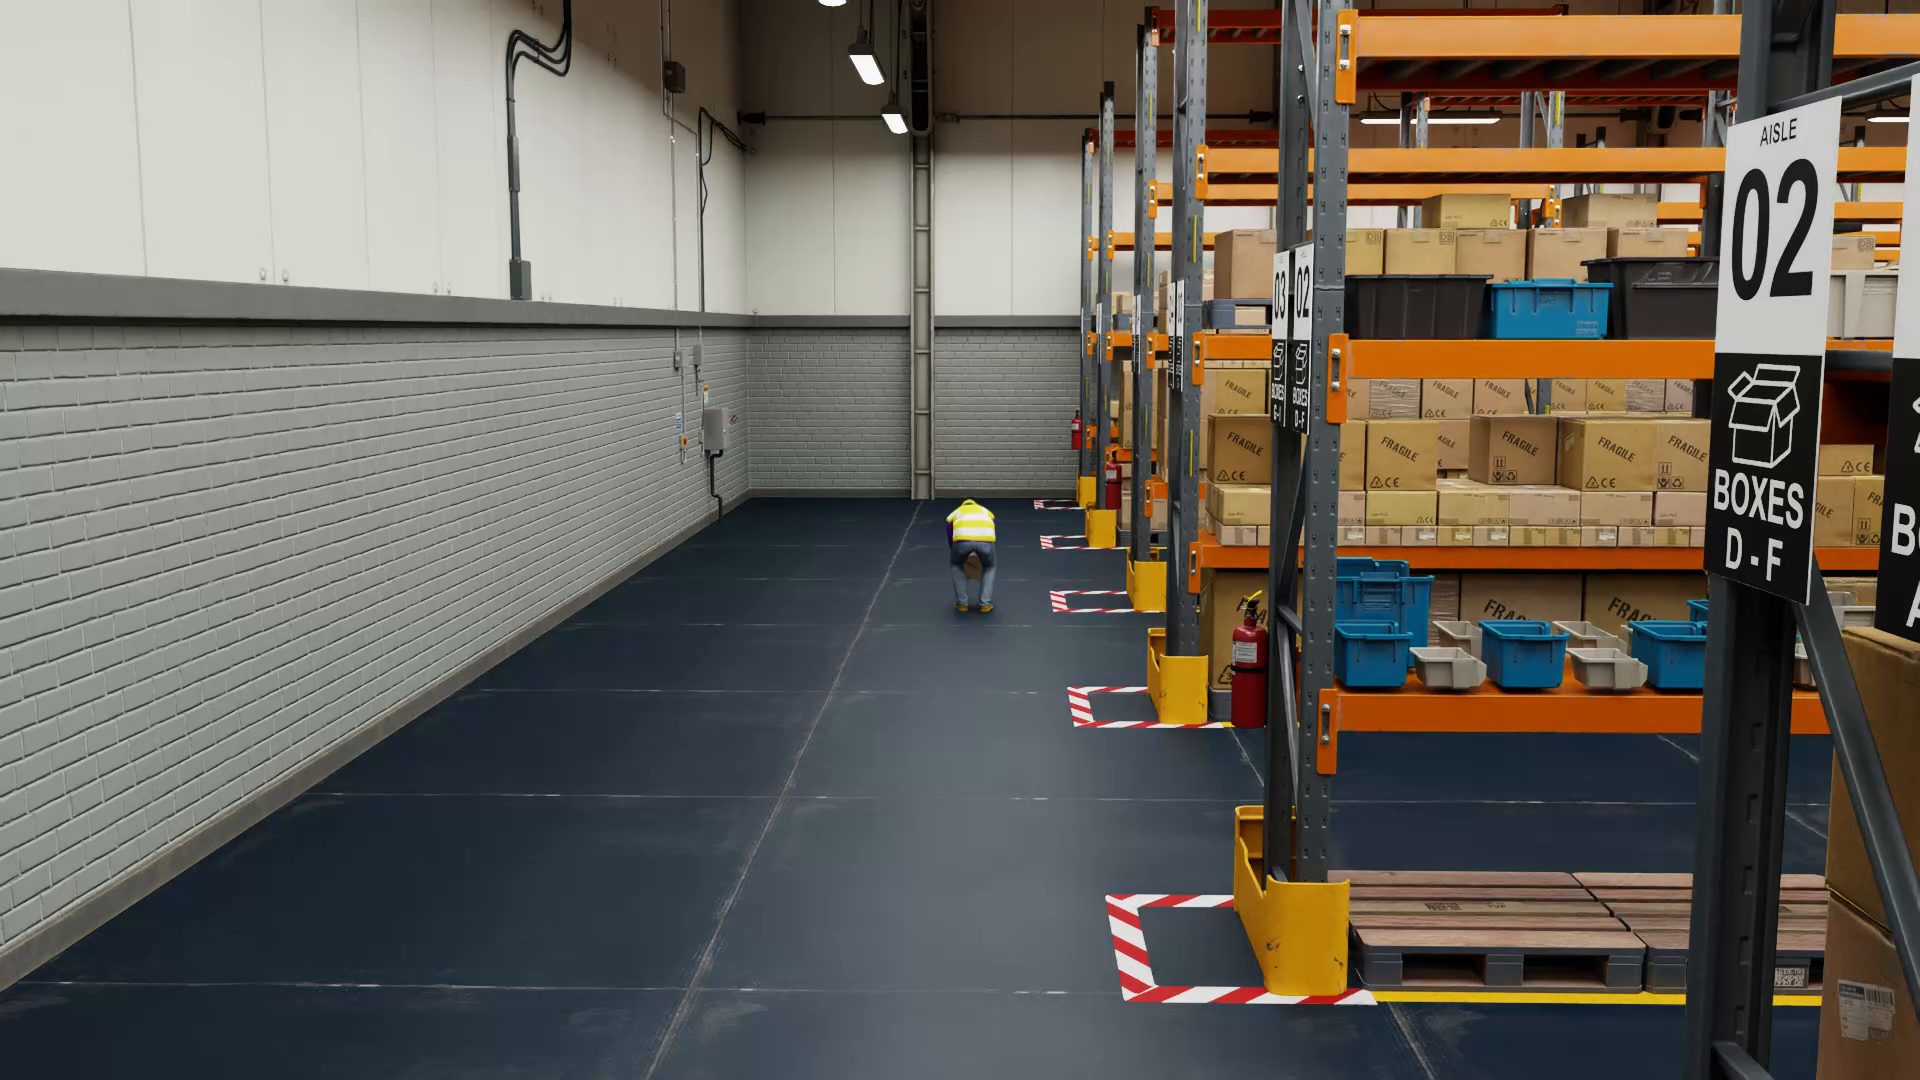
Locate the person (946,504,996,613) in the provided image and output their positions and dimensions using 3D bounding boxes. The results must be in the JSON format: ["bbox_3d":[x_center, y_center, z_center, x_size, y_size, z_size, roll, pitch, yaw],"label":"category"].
[{"bbox_3d":[0.116,0.176,17.110,0.515,1.056,0.925,0,7,-2],"label":"person"}]
